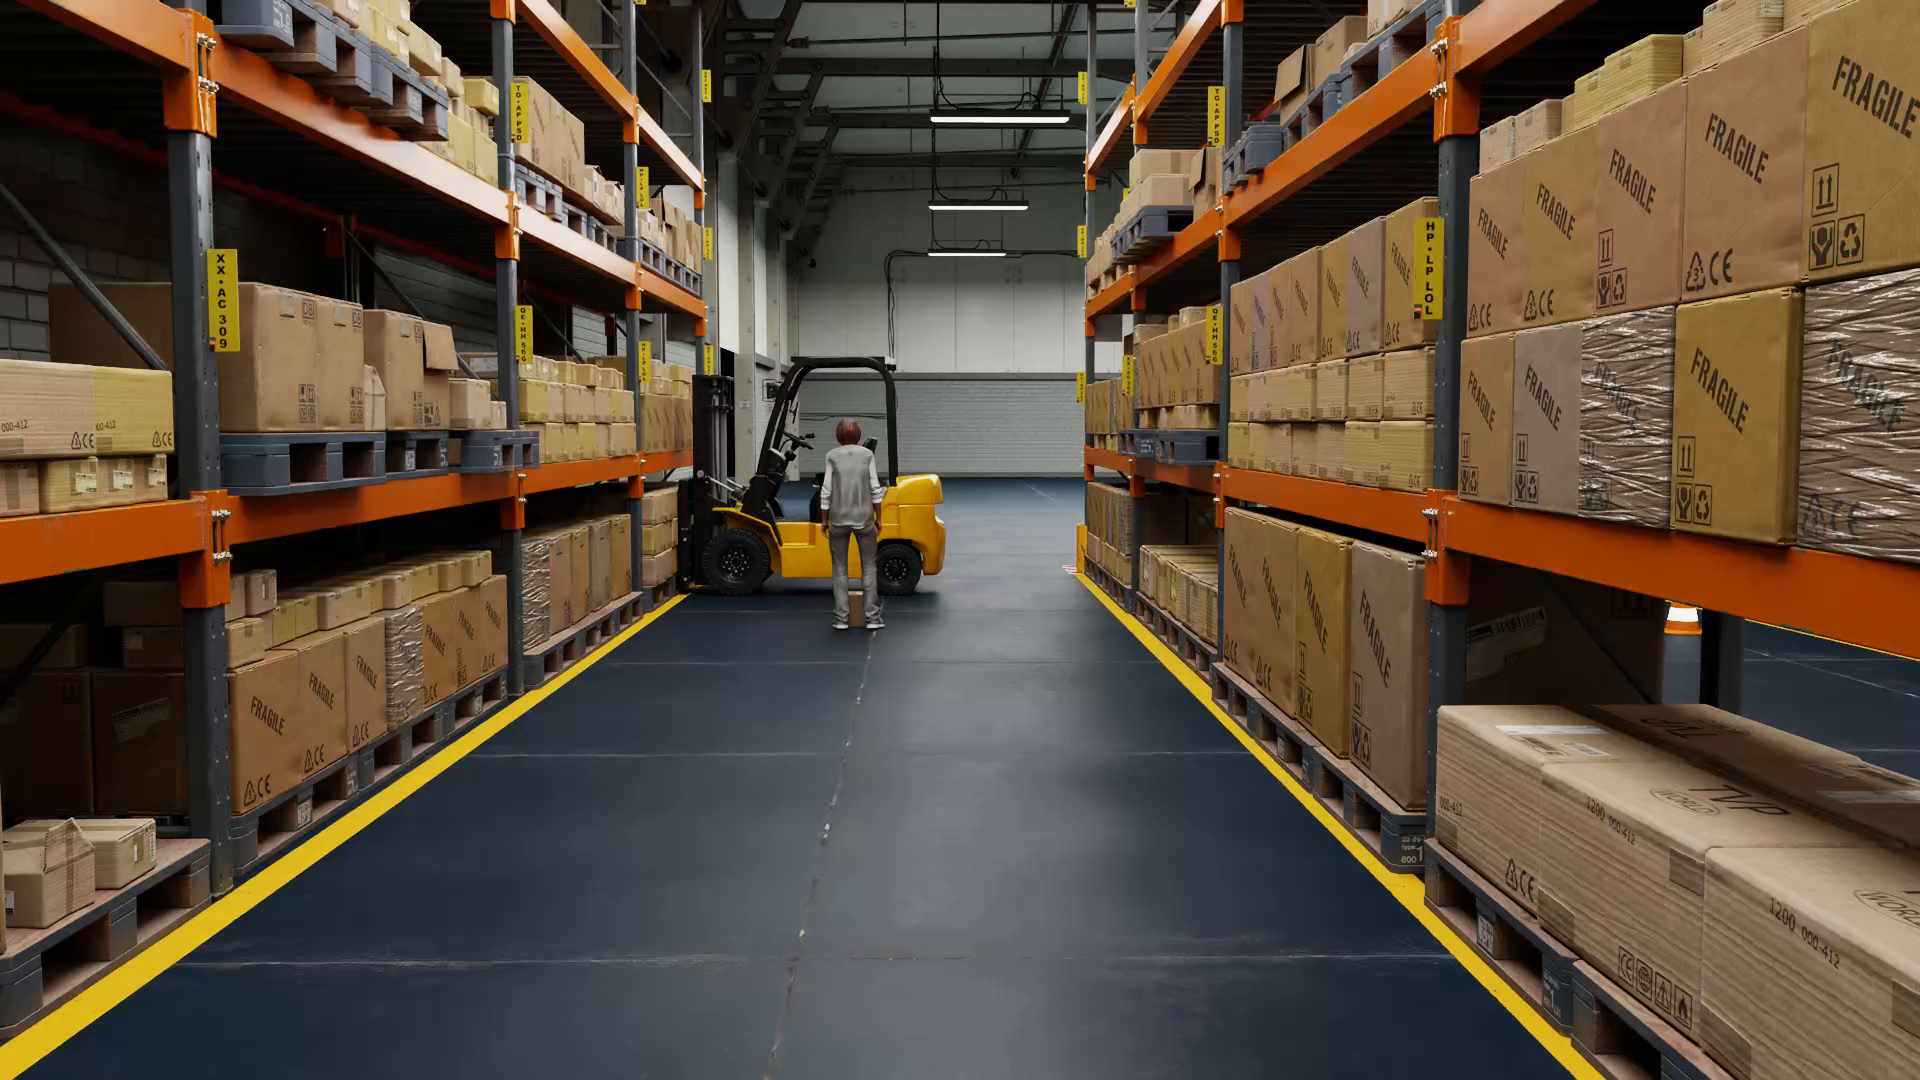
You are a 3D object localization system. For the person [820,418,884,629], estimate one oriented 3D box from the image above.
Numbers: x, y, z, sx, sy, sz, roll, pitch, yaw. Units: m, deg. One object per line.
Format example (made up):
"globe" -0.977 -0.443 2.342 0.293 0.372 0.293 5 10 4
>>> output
"person" -0.809 -0.122 12.507 0.483 1.592 0.347 0 4 -5
